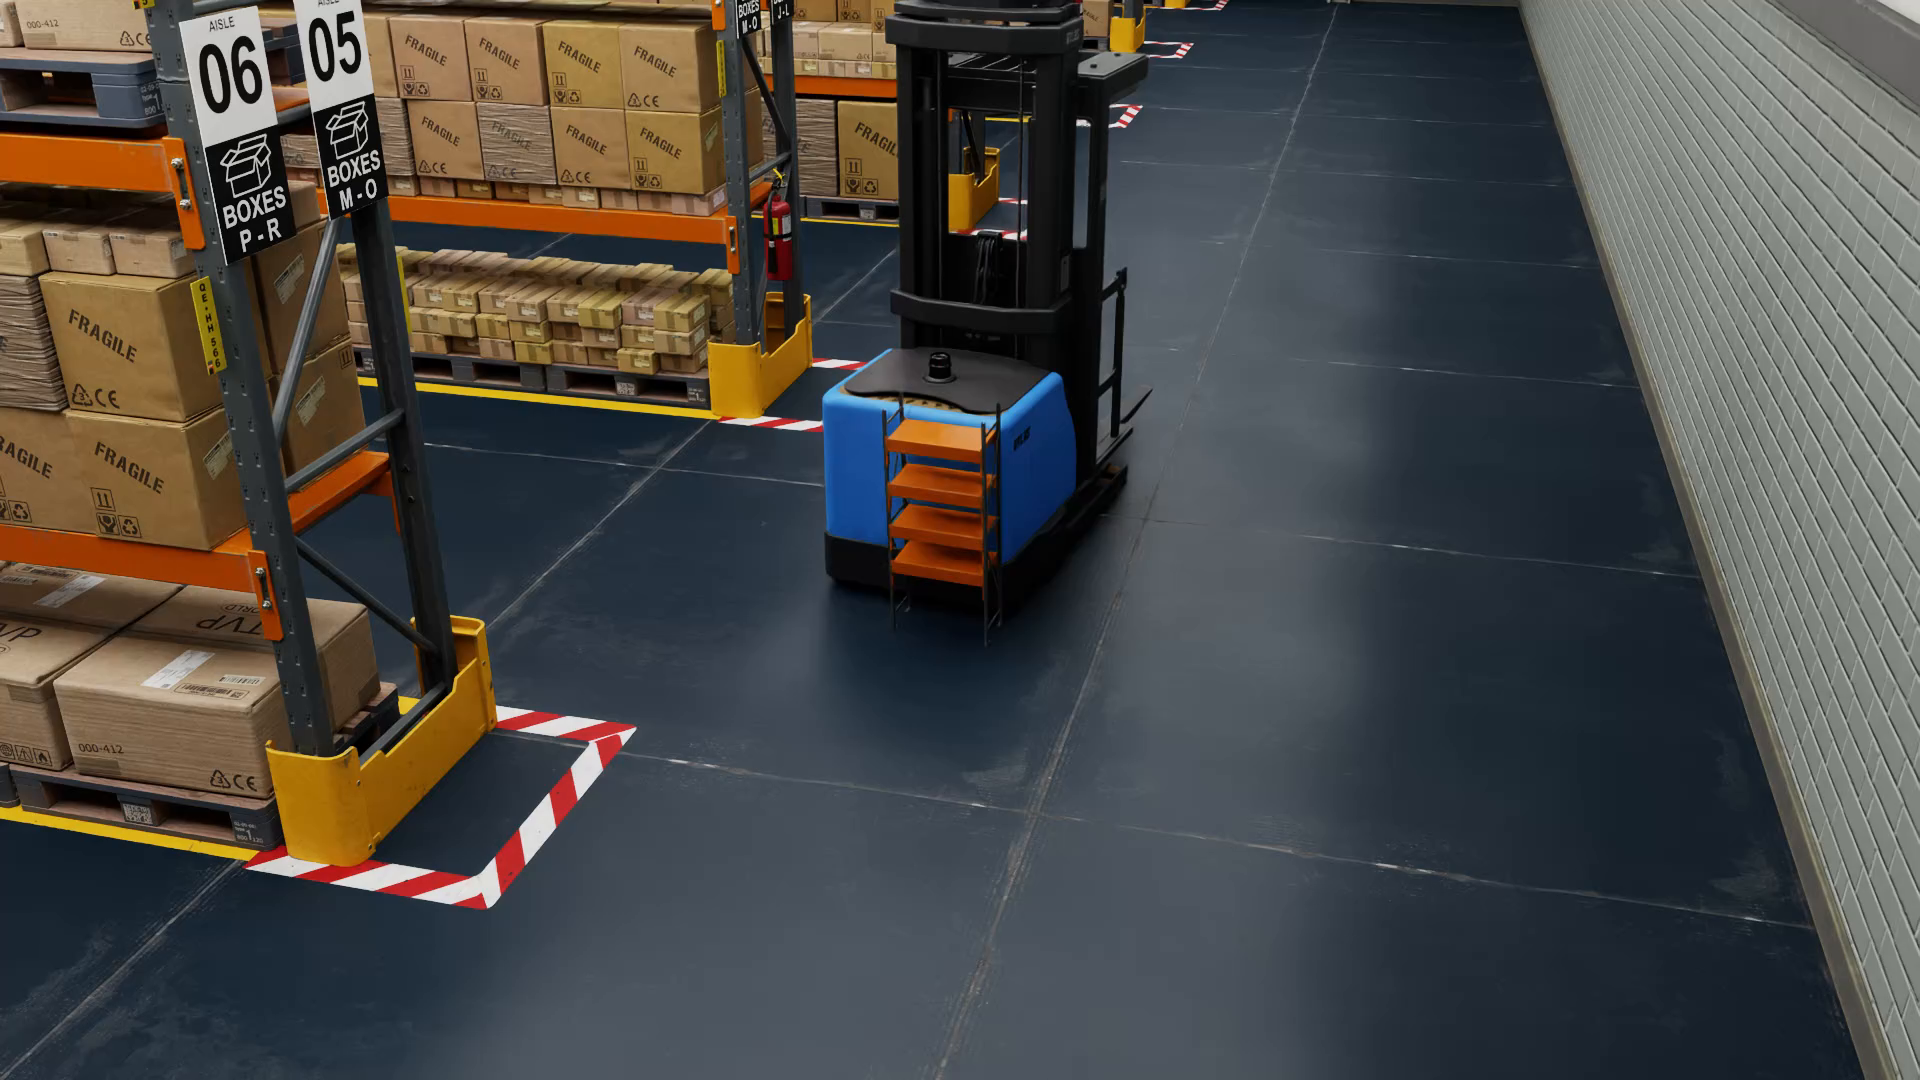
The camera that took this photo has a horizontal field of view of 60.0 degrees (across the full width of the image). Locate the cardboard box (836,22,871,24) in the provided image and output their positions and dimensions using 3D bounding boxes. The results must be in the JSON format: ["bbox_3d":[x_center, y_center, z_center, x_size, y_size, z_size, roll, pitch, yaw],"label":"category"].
[{"bbox_3d":[-0.845,-4.733,15.531,0.500,0.250,0.500,6,26,12],"label":"cardboard box"}]

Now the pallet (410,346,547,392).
[{"bbox_3d":[-3.305,-1.378,11.899,1.213,0.211,1.003,6,26,13],"label":"pallet"}]

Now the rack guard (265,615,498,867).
[{"bbox_3d":[-2.387,0.807,6.974,0.348,0.500,1.175,6,26,13],"label":"rack guard"}]

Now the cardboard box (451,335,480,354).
[{"bbox_3d":[-3.336,-1.436,11.604,0.250,0.149,0.380,7,26,14],"label":"cardboard box"}]

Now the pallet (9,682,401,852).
[{"bbox_3d":[-3.204,0.882,7.153,1.213,0.211,1.003,6,26,13],"label":"pallet"}]

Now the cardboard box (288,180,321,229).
[{"bbox_3d":[-2.685,-1.267,6.388,0.250,0.149,0.380,7,26,14],"label":"cardboard box"}]

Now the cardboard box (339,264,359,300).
[{"bbox_3d":[-4.358,-1.811,11.701,0.250,0.149,0.380,6,26,12],"label":"cardboard box"}]

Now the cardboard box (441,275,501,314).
[{"bbox_3d":[-3.360,-1.694,11.455,0.250,0.149,0.380,6,26,13],"label":"cardboard box"}]

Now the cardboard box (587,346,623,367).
[{"bbox_3d":[-2.346,-1.317,11.356,0.250,0.149,0.380,6,26,13],"label":"cardboard box"}]

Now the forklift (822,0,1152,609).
[{"bbox_3d":[0.343,-1.584,9.167,1.130,2.935,3.031,11,27,21],"label":"forklift"}]

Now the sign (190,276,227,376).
[{"bbox_3d":[-2.559,-0.730,5.671,0.005,0.325,0.100,6,26,13],"label":"sign"}]

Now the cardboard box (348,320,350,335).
[{"bbox_3d":[-4.365,-1.520,11.782,0.250,0.149,0.380,6,26,13],"label":"cardboard box"}]

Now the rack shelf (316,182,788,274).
[{"bbox_3d":[-3.212,-2.285,11.398,4.000,0.370,1.077,6,26,13],"label":"rack shelf"}]

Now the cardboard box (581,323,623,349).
[{"bbox_3d":[-2.361,-1.425,11.236,0.250,0.149,0.380,5,26,11],"label":"cardboard box"}]

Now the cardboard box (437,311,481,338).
[{"bbox_3d":[-3.383,-1.528,11.453,0.250,0.149,0.380,7,26,14],"label":"cardboard box"}]

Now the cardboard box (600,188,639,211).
[{"bbox_3d":[-2.139,-2.263,10.805,0.250,0.149,0.380,6,26,12],"label":"cardboard box"}]

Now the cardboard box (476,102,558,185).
[{"bbox_3d":[-2.765,-2.624,10.810,0.500,0.500,0.500,6,26,13],"label":"cardboard box"}]

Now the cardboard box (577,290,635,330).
[{"bbox_3d":[-2.362,-1.544,11.139,0.250,0.149,0.380,6,26,12],"label":"cardboard box"}]

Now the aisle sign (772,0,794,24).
[{"bbox_3d":[-1.130,-3.687,10.480,0.004,0.787,0.394,6,26,13],"label":"aisle sign"}]

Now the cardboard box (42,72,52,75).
[{"bbox_3d":[-6.351,-3.216,11.626,0.250,0.149,0.380,6,26,13],"label":"cardboard box"}]

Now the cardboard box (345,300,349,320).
[{"bbox_3d":[-4.365,-1.688,11.788,0.250,0.149,0.380,6,26,13],"label":"cardboard box"}]

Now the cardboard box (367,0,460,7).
[{"bbox_3d":[-3.632,-3.404,11.284,0.500,0.500,0.500,7,26,14],"label":"cardboard box"}]

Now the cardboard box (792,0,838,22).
[{"bbox_3d":[-1.327,-5.126,15.482,0.500,0.500,0.500,6,26,12],"label":"cardboard box"}]

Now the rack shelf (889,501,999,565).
[{"bbox_3d":[-0.074,-0.036,8.068,0.480,0.148,0.258,9,30,17],"label":"rack shelf"}]

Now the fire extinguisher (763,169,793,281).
[{"bbox_3d":[-1.146,-1.974,10.430,0.183,0.674,0.296,6,26,13],"label":"fire extinguisher"}]

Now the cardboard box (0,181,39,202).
[{"bbox_3d":[-3.707,-1.368,6.600,0.250,0.149,0.380,7,26,14],"label":"cardboard box"}]

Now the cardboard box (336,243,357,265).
[{"bbox_3d":[-4.482,-2.055,12.212,0.250,0.149,0.380,7,26,14],"label":"cardboard box"}]

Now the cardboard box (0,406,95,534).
[{"bbox_3d":[-3.426,-0.371,6.423,0.500,0.500,0.500,6,26,12],"label":"cardboard box"}]

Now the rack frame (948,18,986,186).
[{"bbox_3d":[0.058,-4.450,15.108,0.127,3.000,1.000,6,26,13],"label":"rack frame"}]

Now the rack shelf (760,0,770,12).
[{"bbox_3d":[-0.645,-6.401,20.043,4.000,0.370,1.077,6,26,13],"label":"rack shelf"}]

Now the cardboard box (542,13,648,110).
[{"bbox_3d":[-2.271,-3.027,10.492,0.500,0.500,0.500,5,26,11],"label":"cardboard box"}]

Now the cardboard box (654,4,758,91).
[{"bbox_3d":[-1.644,-3.185,10.826,0.500,0.500,0.500,6,26,13],"label":"cardboard box"}]

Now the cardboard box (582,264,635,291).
[{"bbox_3d":[-2.468,-1.816,11.712,0.250,0.149,0.380,5,26,10],"label":"cardboard box"}]

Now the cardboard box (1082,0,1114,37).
[{"bbox_3d":[1.941,-7.600,24.119,0.500,0.500,0.500,6,26,13],"label":"cardboard box"}]

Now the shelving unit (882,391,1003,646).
[{"bbox_3d":[-0.076,-0.095,8.036,0.503,1.200,0.258,9,30,17],"label":"shelving unit"}]

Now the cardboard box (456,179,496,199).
[{"bbox_3d":[-3.148,-2.396,11.085,0.250,0.149,0.380,7,26,14],"label":"cardboard box"}]

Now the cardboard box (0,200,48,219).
[{"bbox_3d":[-3.564,-1.123,6.085,0.250,0.149,0.380,7,26,14],"label":"cardboard box"}]

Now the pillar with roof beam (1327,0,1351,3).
[{"bbox_3d":[5.517,-11.624,23.197,0.400,9.000,9.100,6,26,13],"label":"pillar with roof beam"}]

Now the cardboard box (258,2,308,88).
[{"bbox_3d":[-4.267,-3.256,10.975,0.500,0.500,0.500,6,26,11],"label":"cardboard box"}]

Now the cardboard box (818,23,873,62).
[{"bbox_3d":[-0.969,-4.513,15.068,0.500,0.250,0.500,6,26,12],"label":"cardboard box"}]

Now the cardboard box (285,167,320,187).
[{"bbox_3d":[-4.416,-2.541,11.390,0.250,0.149,0.380,5,26,11],"label":"cardboard box"}]

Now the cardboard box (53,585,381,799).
[{"bbox_3d":[-3.074,0.614,6.963,0.875,0.438,0.875,5,26,11],"label":"cardboard box"}]

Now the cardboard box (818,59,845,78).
[{"bbox_3d":[-1.107,-4.319,15.125,0.250,0.149,0.380,7,26,14],"label":"cardboard box"}]

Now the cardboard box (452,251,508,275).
[{"bbox_3d":[-3.458,-1.956,12.006,0.250,0.149,0.380,5,26,11],"label":"cardboard box"}]

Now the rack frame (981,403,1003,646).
[{"bbox_3d":[0.154,-0.060,7.963,0.015,1.200,0.240,9,30,17],"label":"rack frame"}]
